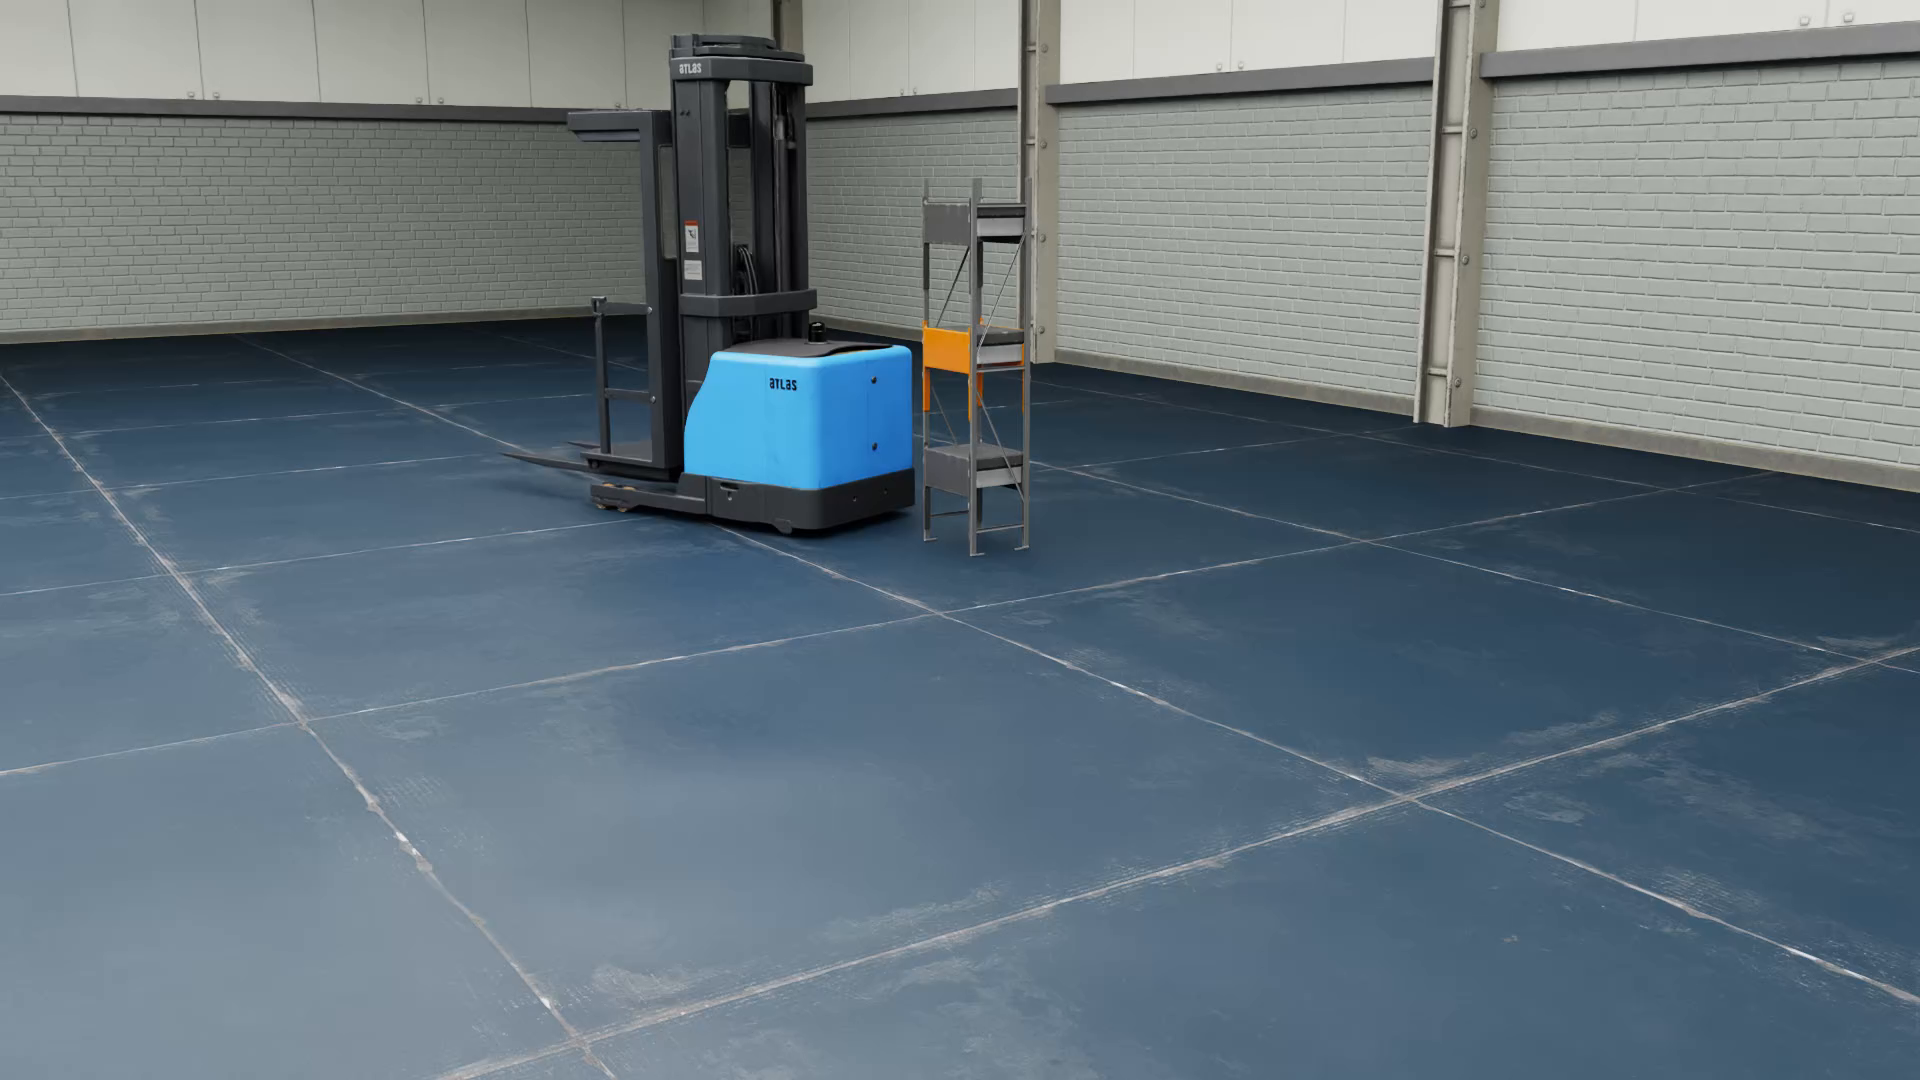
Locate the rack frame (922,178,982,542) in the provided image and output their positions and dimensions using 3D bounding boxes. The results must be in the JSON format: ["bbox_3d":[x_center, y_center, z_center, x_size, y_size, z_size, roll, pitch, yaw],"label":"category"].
[{"bbox_3d":[-0.043,-1.040,9.701,0.400,2.100,0.015,-8,15,-33],"label":"rack frame"}]

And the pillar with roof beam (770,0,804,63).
[{"bbox_3d":[-6.019,-7.041,20.996,9.100,9.000,0.400,-8,15,-33],"label":"pillar with roof beam"}]

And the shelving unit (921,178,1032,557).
[{"bbox_3d":[0.092,-0.996,9.503,0.431,2.100,0.503,-8,15,-33],"label":"shelving unit"}]

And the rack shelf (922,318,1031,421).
[{"bbox_3d":[0.092,-0.983,9.506,0.431,0.518,0.480,-8,15,-33],"label":"rack shelf"}]

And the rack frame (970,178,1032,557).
[{"bbox_3d":[0.227,-0.953,9.304,0.400,2.100,0.015,-8,15,-33],"label":"rack frame"}]

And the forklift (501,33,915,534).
[{"bbox_3d":[-1.780,-1.691,10.736,3.031,2.935,1.130,9,15,35],"label":"forklift"}]

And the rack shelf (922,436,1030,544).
[{"bbox_3d":[0.092,-0.299,9.655,0.431,0.518,0.480,-8,15,-33],"label":"rack shelf"}]

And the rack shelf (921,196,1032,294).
[{"bbox_3d":[0.092,-1.667,9.356,0.431,0.518,0.480,-8,15,-33],"label":"rack shelf"}]

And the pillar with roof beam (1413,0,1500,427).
[{"bbox_3d":[0.630,-4.907,11.237,9.100,9.000,0.400,-8,15,-33],"label":"pillar with roof beam"}]

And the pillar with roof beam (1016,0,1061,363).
[{"bbox_3d":[-2.695,-5.974,16.117,9.100,9.000,0.400,-8,15,-33],"label":"pillar with roof beam"}]
